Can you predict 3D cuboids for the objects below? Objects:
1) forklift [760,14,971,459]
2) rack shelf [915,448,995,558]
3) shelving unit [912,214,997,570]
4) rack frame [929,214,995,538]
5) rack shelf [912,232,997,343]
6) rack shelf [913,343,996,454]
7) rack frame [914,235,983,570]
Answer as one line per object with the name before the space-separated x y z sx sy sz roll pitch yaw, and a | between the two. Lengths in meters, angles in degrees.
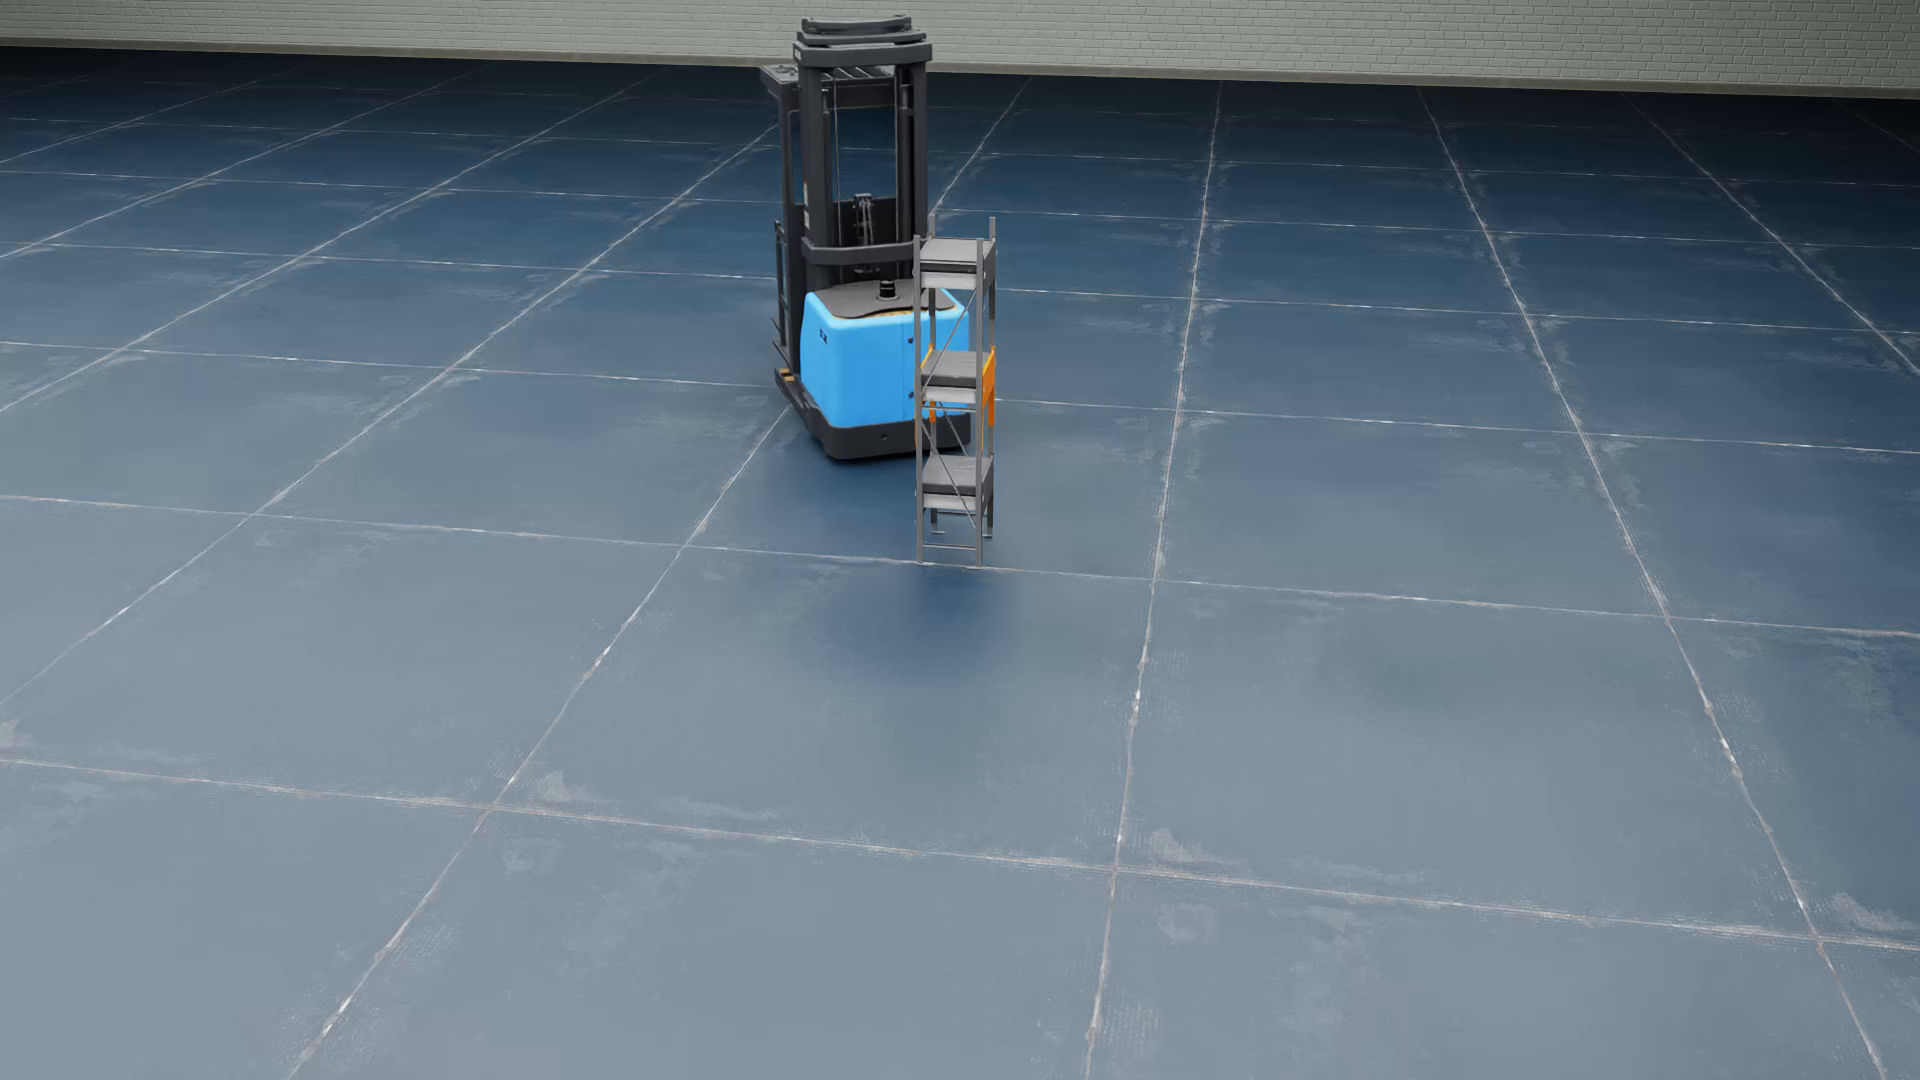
forklift | -0.851 -2.502 12.637 1.130 2.935 3.031 -8 26 -16
rack shelf | -0.027 -0.235 10.459 0.431 0.518 0.480 4 25 9
shelving unit | -0.027 -0.882 10.157 0.431 2.100 0.503 4 25 9
rack frame | 0.013 -0.984 10.375 0.400 2.100 0.015 4 25 9
rack shelf | -0.027 -1.503 9.866 0.431 0.518 0.480 4 25 9
rack shelf | -0.027 -0.869 10.163 0.431 0.518 0.480 4 25 9
rack frame | -0.067 -0.780 9.939 0.400 2.100 0.015 4 25 9
